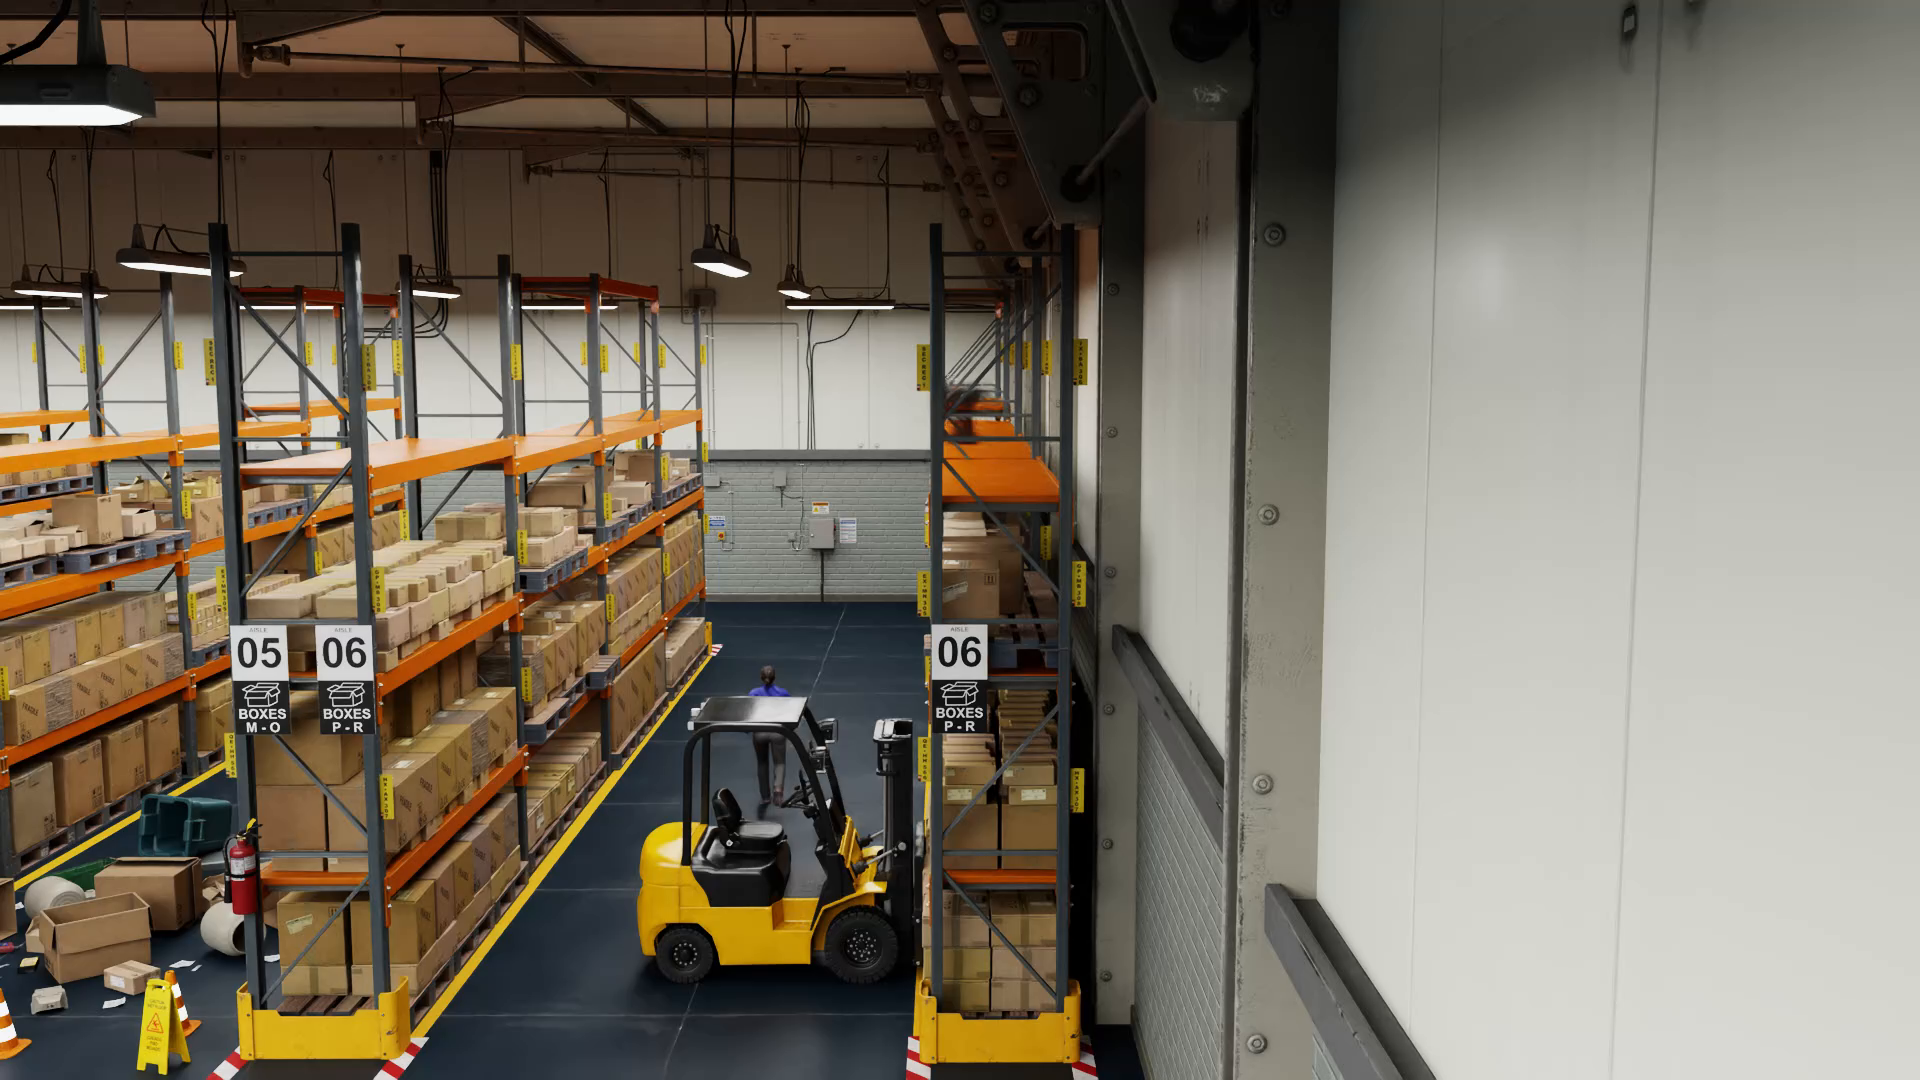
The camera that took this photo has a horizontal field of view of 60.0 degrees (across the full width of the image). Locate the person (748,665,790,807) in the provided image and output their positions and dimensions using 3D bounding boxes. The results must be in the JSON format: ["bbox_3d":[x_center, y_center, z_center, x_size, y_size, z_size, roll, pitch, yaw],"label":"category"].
[{"bbox_3d":[-2.144,2.190,18.560,0.596,1.619,0.866,-1,7,-8],"label":"person"}]
